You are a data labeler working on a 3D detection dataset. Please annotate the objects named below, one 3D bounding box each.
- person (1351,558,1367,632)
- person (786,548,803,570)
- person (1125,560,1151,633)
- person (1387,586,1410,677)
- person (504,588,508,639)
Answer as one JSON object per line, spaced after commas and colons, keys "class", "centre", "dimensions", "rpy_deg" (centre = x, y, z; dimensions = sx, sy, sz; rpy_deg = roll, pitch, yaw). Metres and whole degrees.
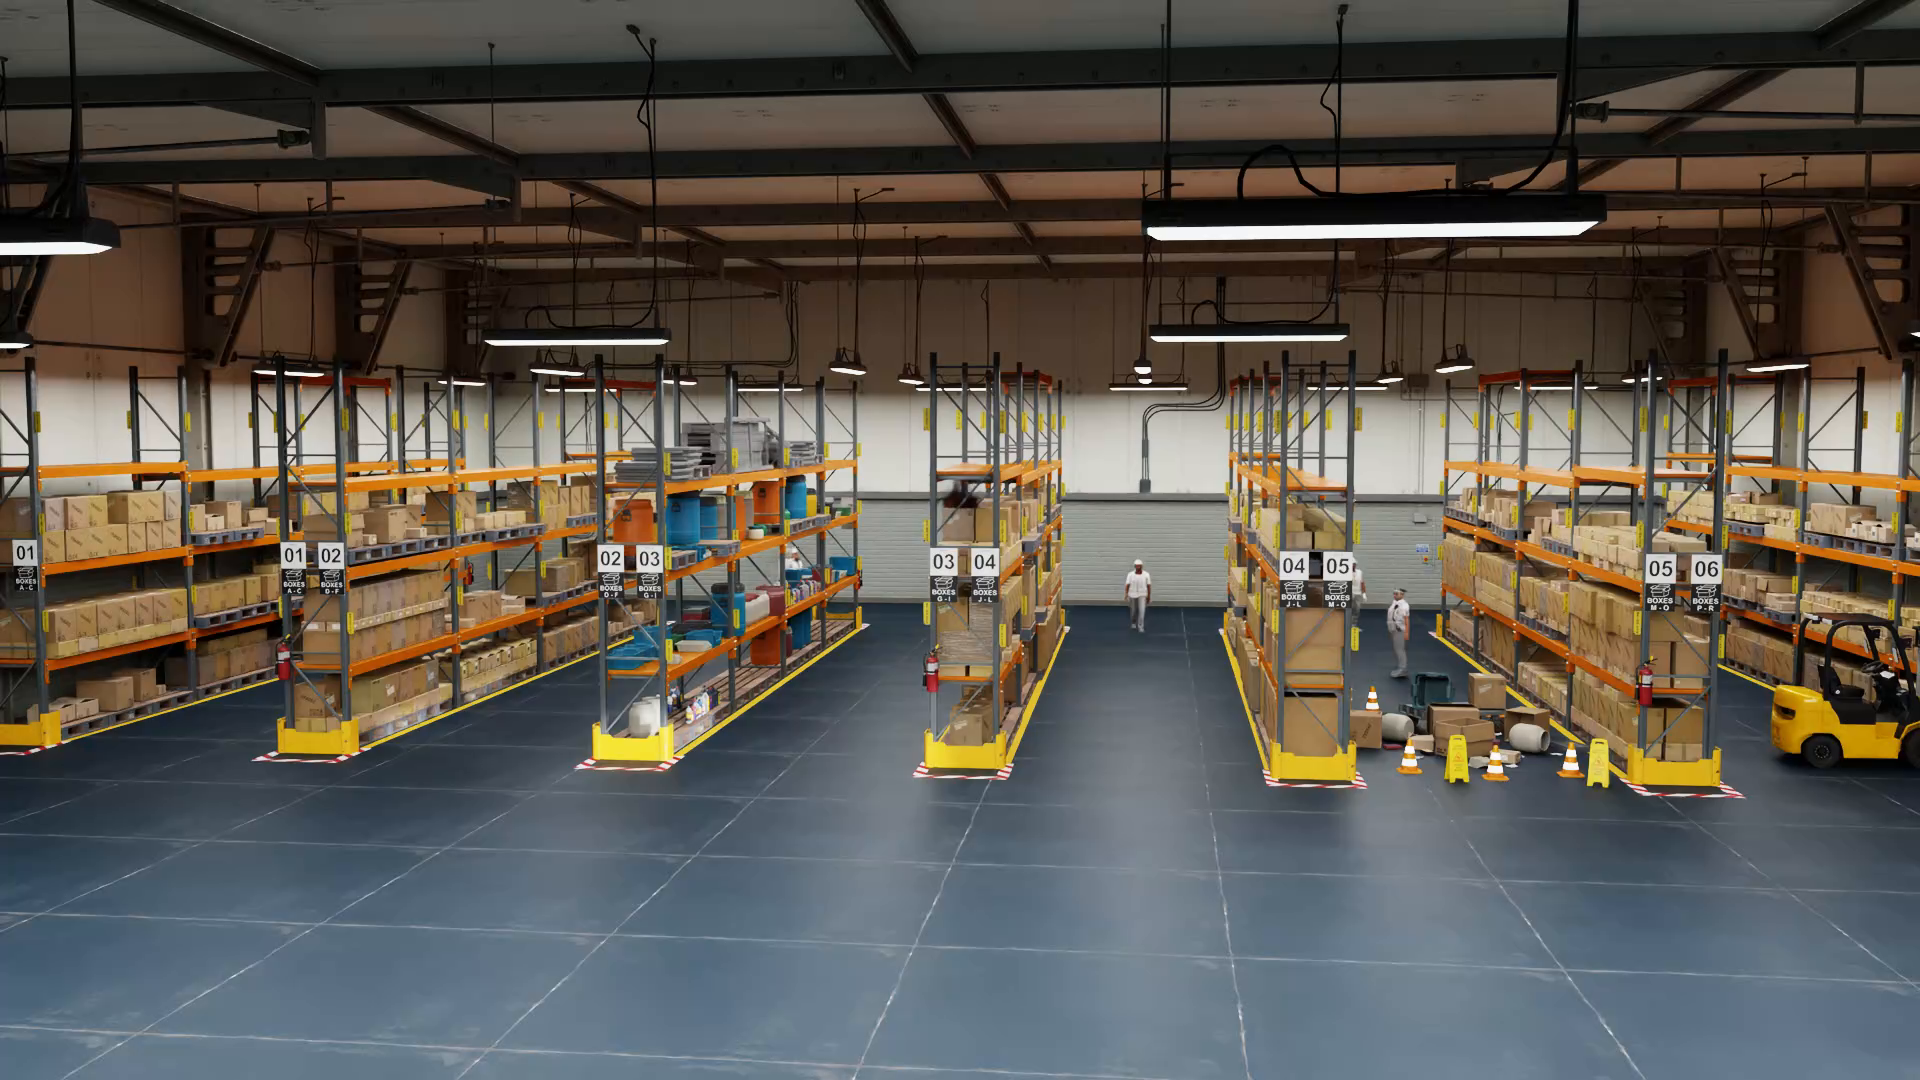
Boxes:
{"class": "person", "centre": [9.331, 1.316, 39.470], "dimensions": [0.616, 1.792, 0.402], "rpy_deg": [0, 4, 0]}
{"class": "person", "centre": [-4.316, 1.070, 43.204], "dimensions": [0.676, 1.748, 0.556], "rpy_deg": [2, 4, 22]}
{"class": "person", "centre": [4.242, 1.334, 39.645], "dimensions": [0.628, 1.727, 0.999], "rpy_deg": [0, 4, 4]}
{"class": "person", "centre": [8.631, 1.800, 32.803], "dimensions": [0.405, 1.770, 0.595], "rpy_deg": [1, 4, 7]}
{"class": "person", "centre": [-9.900, 1.568, 36.774], "dimensions": [0.397, 1.647, 0.543], "rpy_deg": [0, 4, 4]}
